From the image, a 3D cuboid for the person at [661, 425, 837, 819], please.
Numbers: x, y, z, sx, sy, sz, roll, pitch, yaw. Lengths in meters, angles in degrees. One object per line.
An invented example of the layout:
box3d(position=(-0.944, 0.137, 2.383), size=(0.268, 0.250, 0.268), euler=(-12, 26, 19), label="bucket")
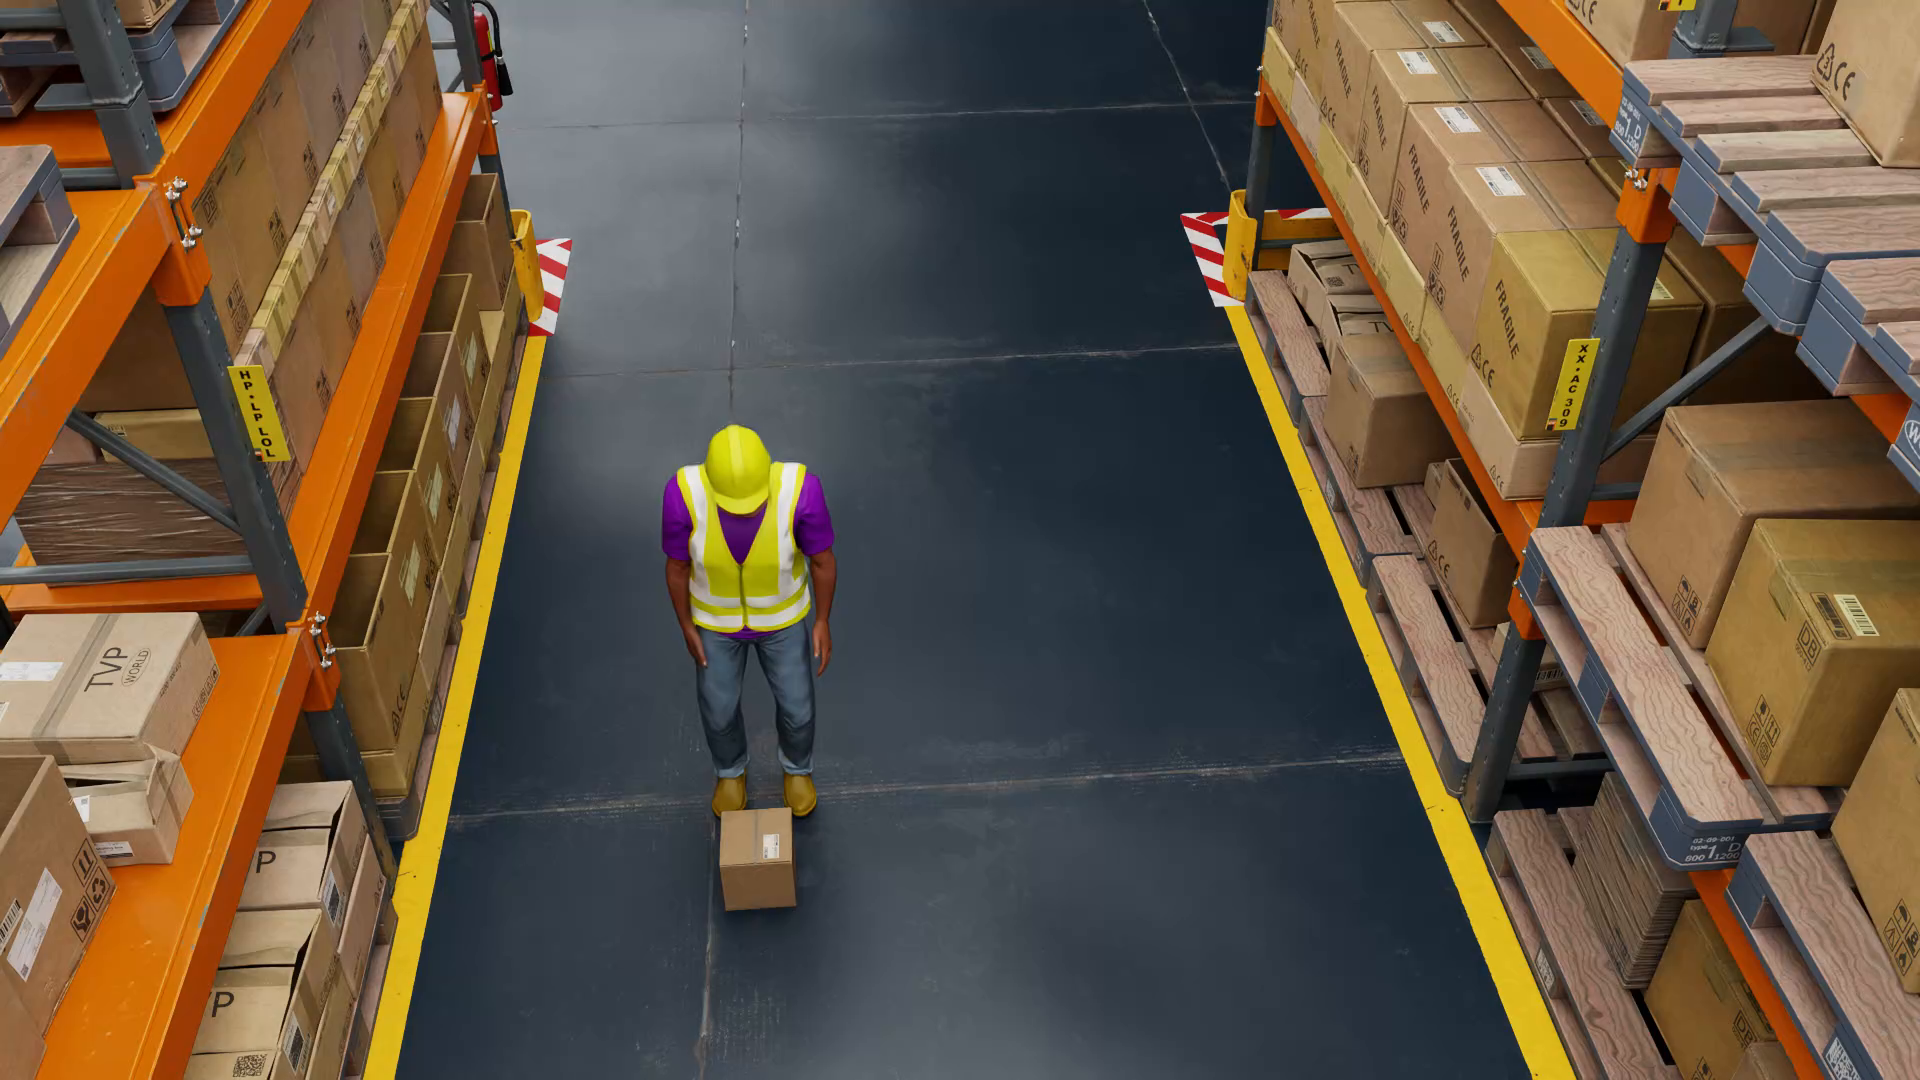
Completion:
box3d(position=(-0.715, 0.285, 5.817), size=(0.588, 1.726, 0.438), euler=(-2, 39, -3), label="person")
